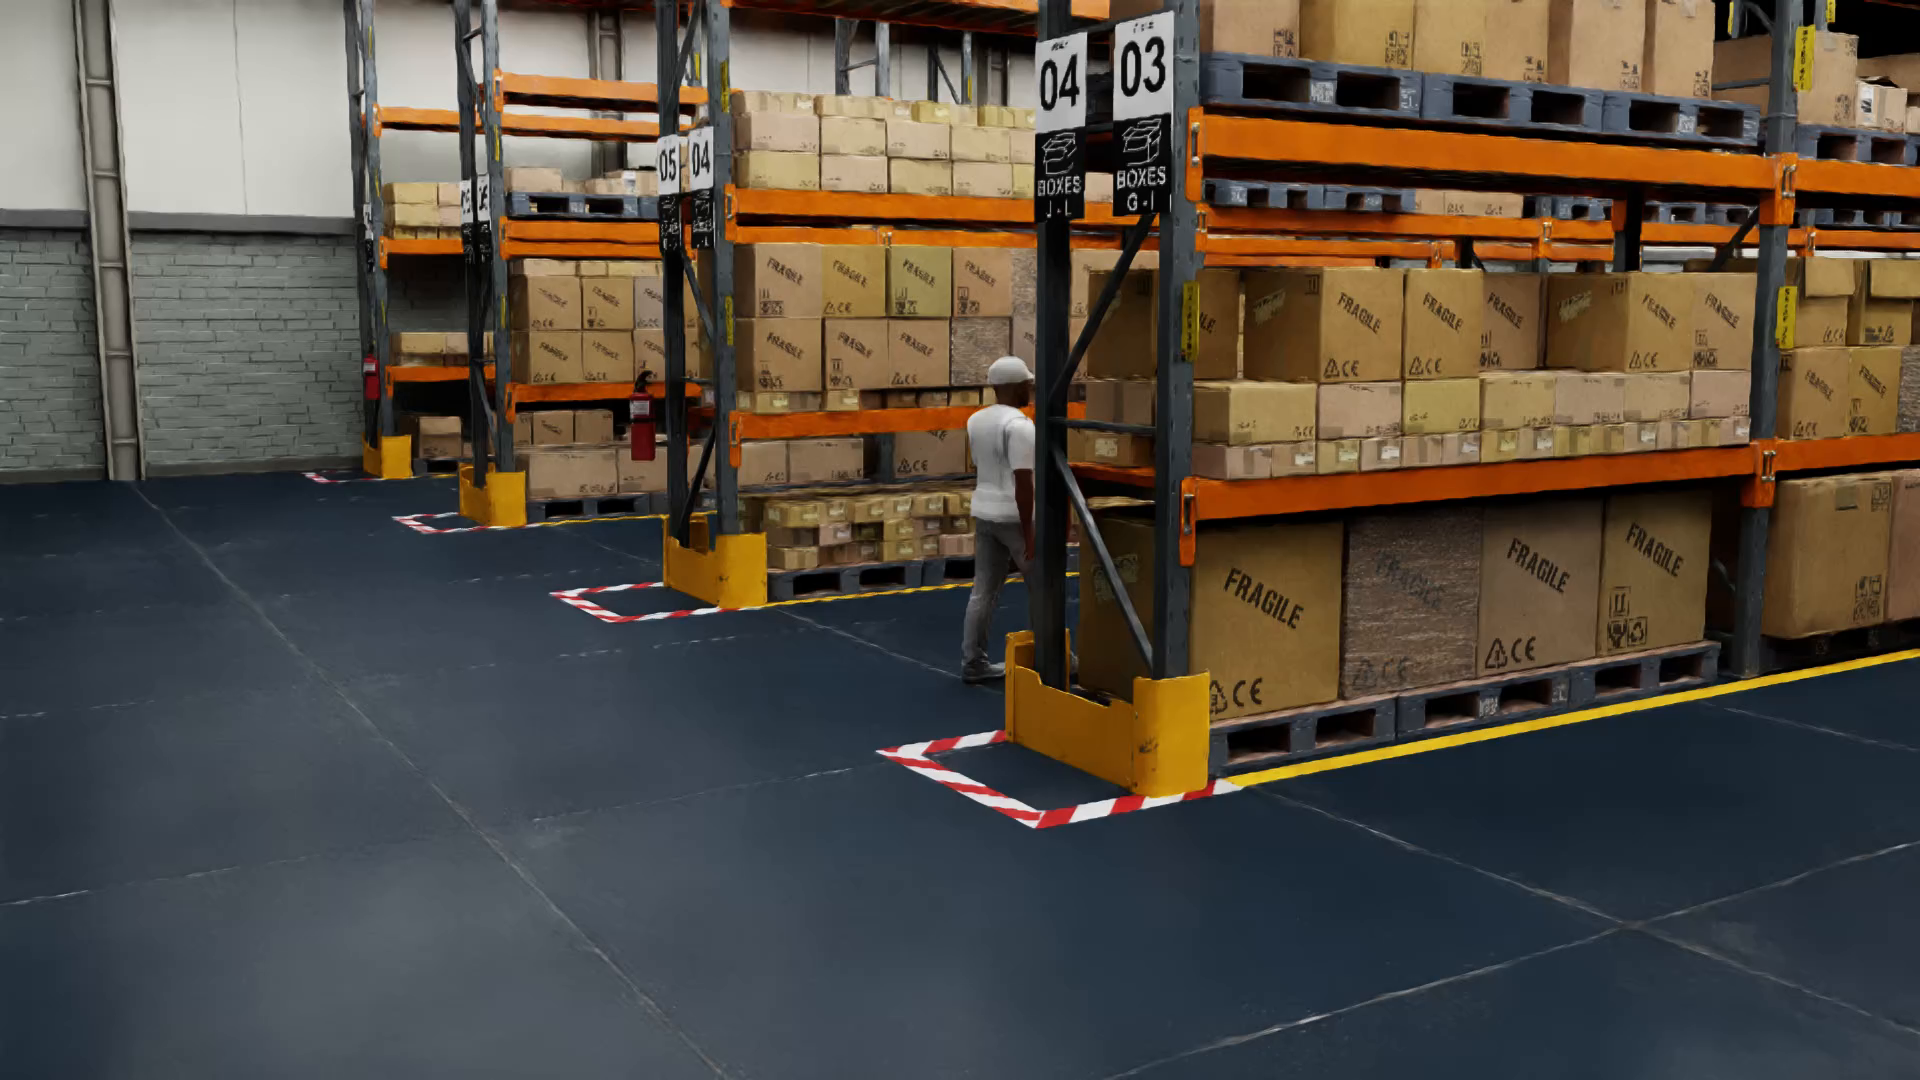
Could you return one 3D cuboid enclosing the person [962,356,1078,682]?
[{"bbox_3d":[0.335,-0.123,9.056,0.722,1.750,0.562,-6,10,-37],"label":"person"}]
